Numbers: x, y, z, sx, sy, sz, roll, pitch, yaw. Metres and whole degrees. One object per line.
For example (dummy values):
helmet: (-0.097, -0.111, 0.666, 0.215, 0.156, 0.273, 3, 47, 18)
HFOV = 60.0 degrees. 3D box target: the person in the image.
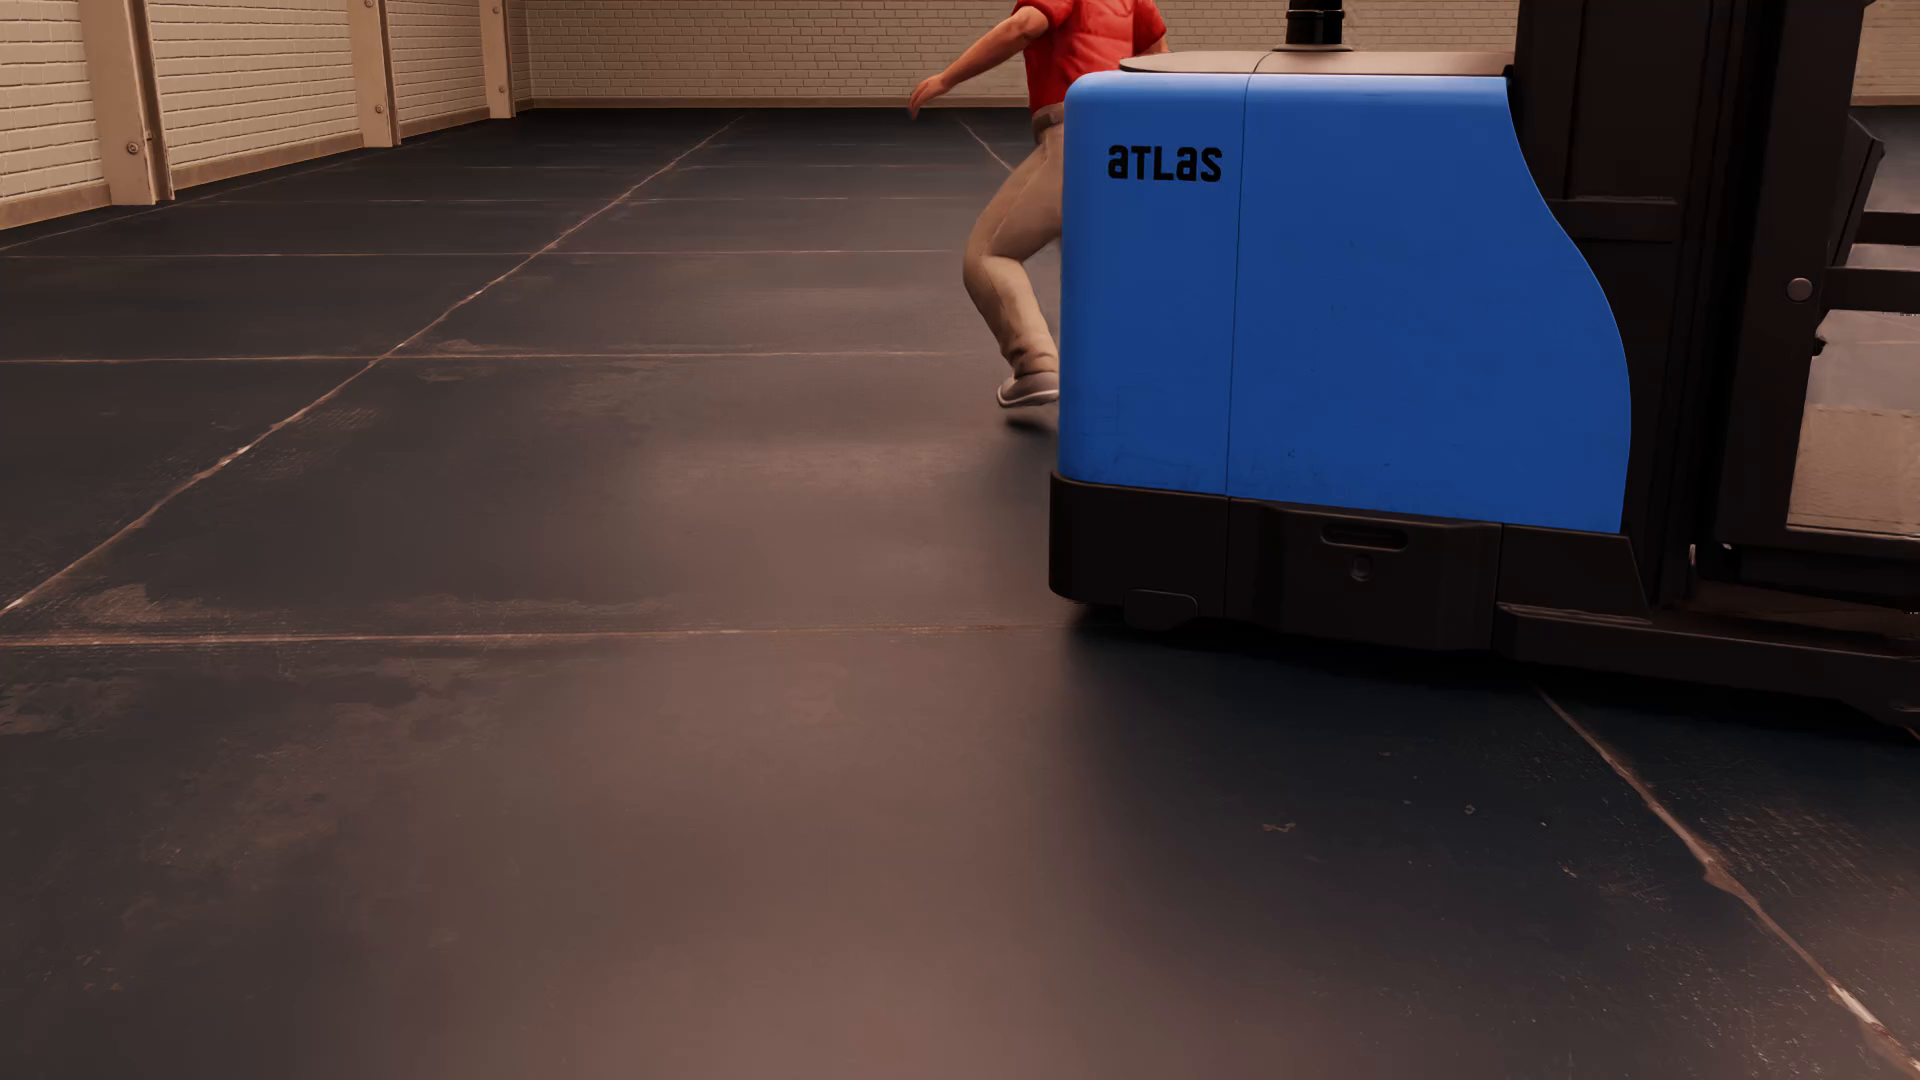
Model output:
person: (0.384, -1.159, 5.260, 0.578, 1.701, 1.109, 13, 21, 37)

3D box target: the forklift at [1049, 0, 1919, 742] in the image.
forklift: (1.750, -1.205, 2.848, 3.031, 2.935, 1.130, 6, 18, 20)
